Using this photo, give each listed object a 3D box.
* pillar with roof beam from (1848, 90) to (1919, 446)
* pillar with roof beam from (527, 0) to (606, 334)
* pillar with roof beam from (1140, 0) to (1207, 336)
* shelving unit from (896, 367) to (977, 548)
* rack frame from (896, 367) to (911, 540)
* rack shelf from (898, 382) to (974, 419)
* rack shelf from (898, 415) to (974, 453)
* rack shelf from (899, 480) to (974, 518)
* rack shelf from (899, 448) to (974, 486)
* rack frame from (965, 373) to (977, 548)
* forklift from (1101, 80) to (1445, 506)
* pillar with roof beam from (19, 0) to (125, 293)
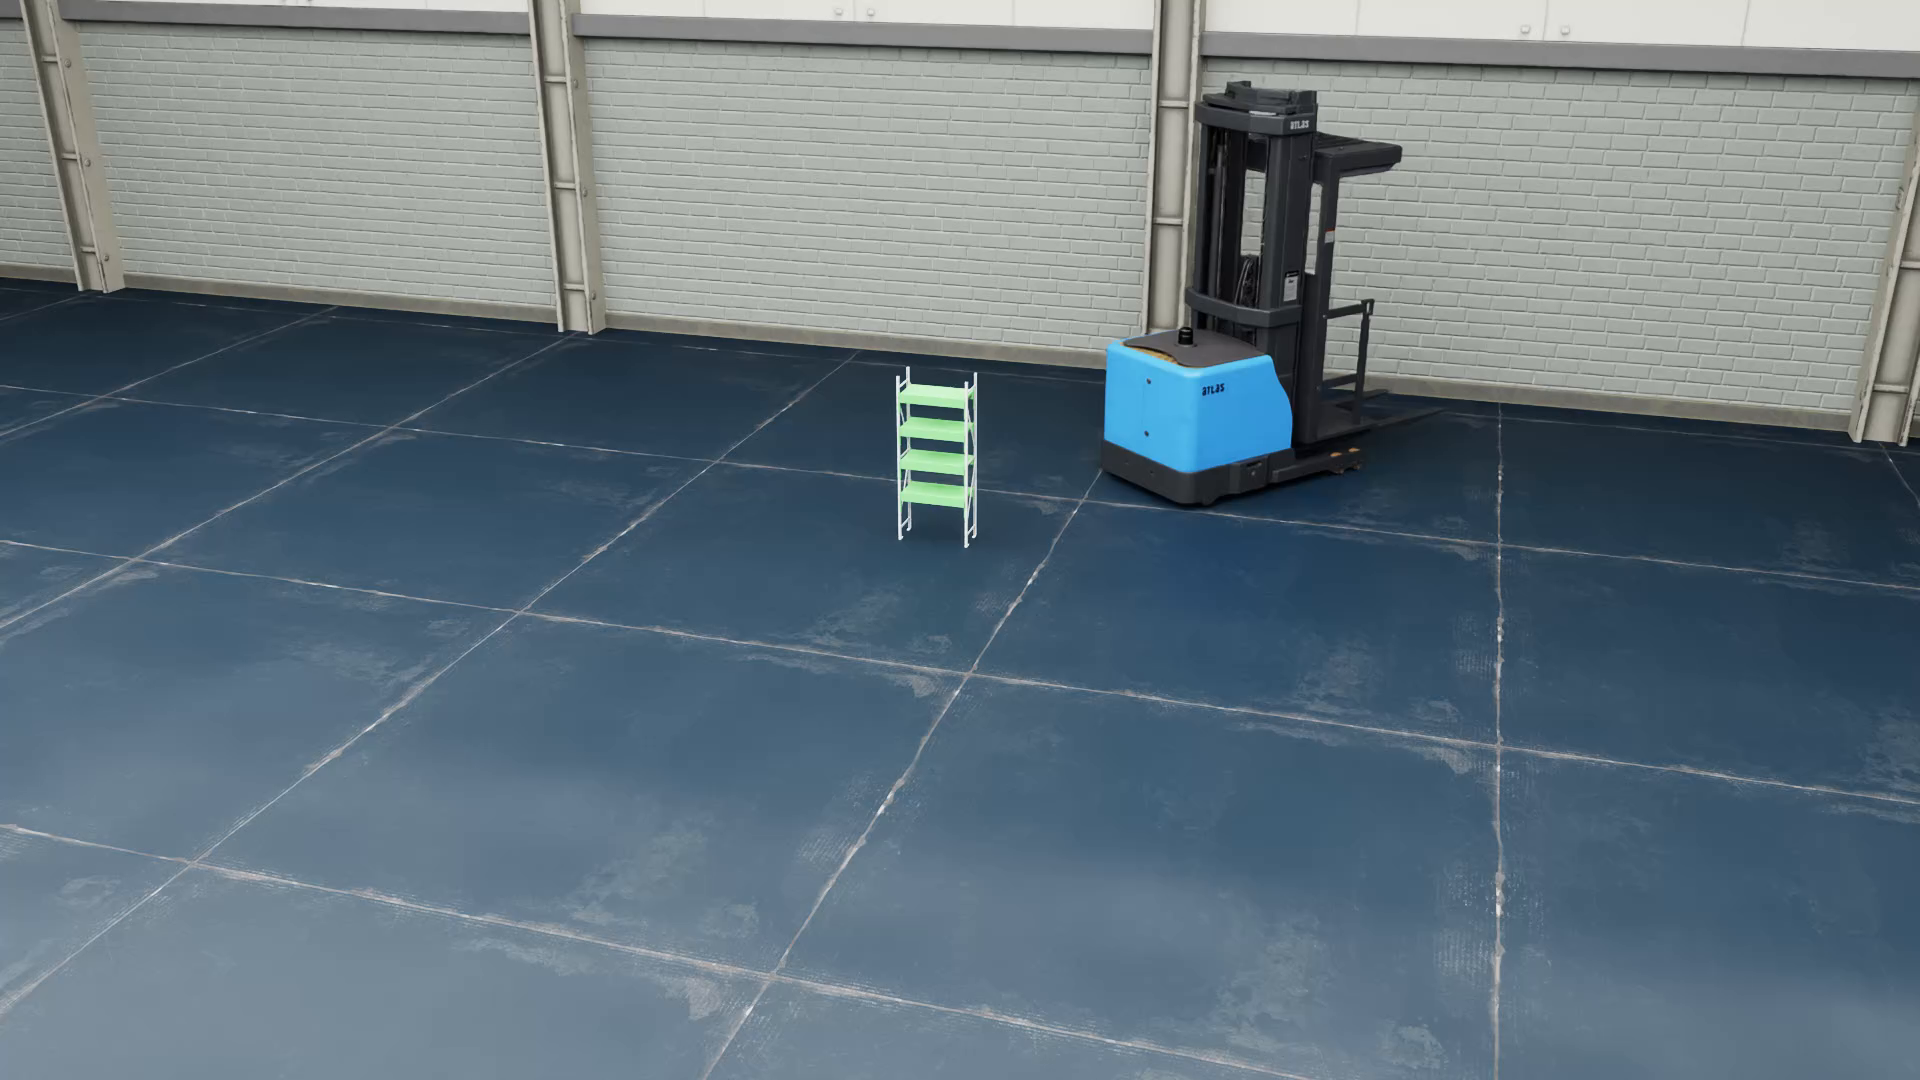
[{"bbox_3d":[6.380,-3.445,8.310,0.400,9.000,9.100,7,23,16],"label":"pillar with roof beam"},{"bbox_3d":[-5.108,-4.760,11.517,0.400,9.000,9.100,7,23,16],"label":"pillar with roof beam"},{"bbox_3d":[0.636,-4.102,9.914,0.400,9.000,9.100,7,23,16],"label":"pillar with roof beam"},{"bbox_3d":[-0.158,-0.573,11.587,0.503,1.200,0.258,7,23,16],"label":"shelving unit"},{"bbox_3d":[-0.392,-0.600,11.652,0.015,1.200,0.240,7,23,16],"label":"rack frame"},{"bbox_3d":[-0.158,-0.958,11.429,0.480,0.148,0.258,7,23,16],"label":"rack shelf"},{"bbox_3d":[-0.158,-0.736,11.520,0.480,0.148,0.258,7,23,16],"label":"rack shelf"},{"bbox_3d":[-0.158,-0.292,11.702,0.480,0.148,0.258,7,23,16],"label":"rack shelf"},{"bbox_3d":[-0.158,-0.514,11.611,0.480,0.148,0.258,7,23,16],"label":"rack shelf"},{"bbox_3d":[0.075,-0.547,11.521,0.015,1.200,0.240,7,23,16],"label":"rack frame"},{"bbox_3d":[2.606,-2.026,12.846,3.031,2.935,1.130,-14,26,-31],"label":"forklift"},{"bbox_3d":[-10.852,-5.418,13.121,0.400,9.000,9.100,7,23,16],"label":"pillar with roof beam"}]
